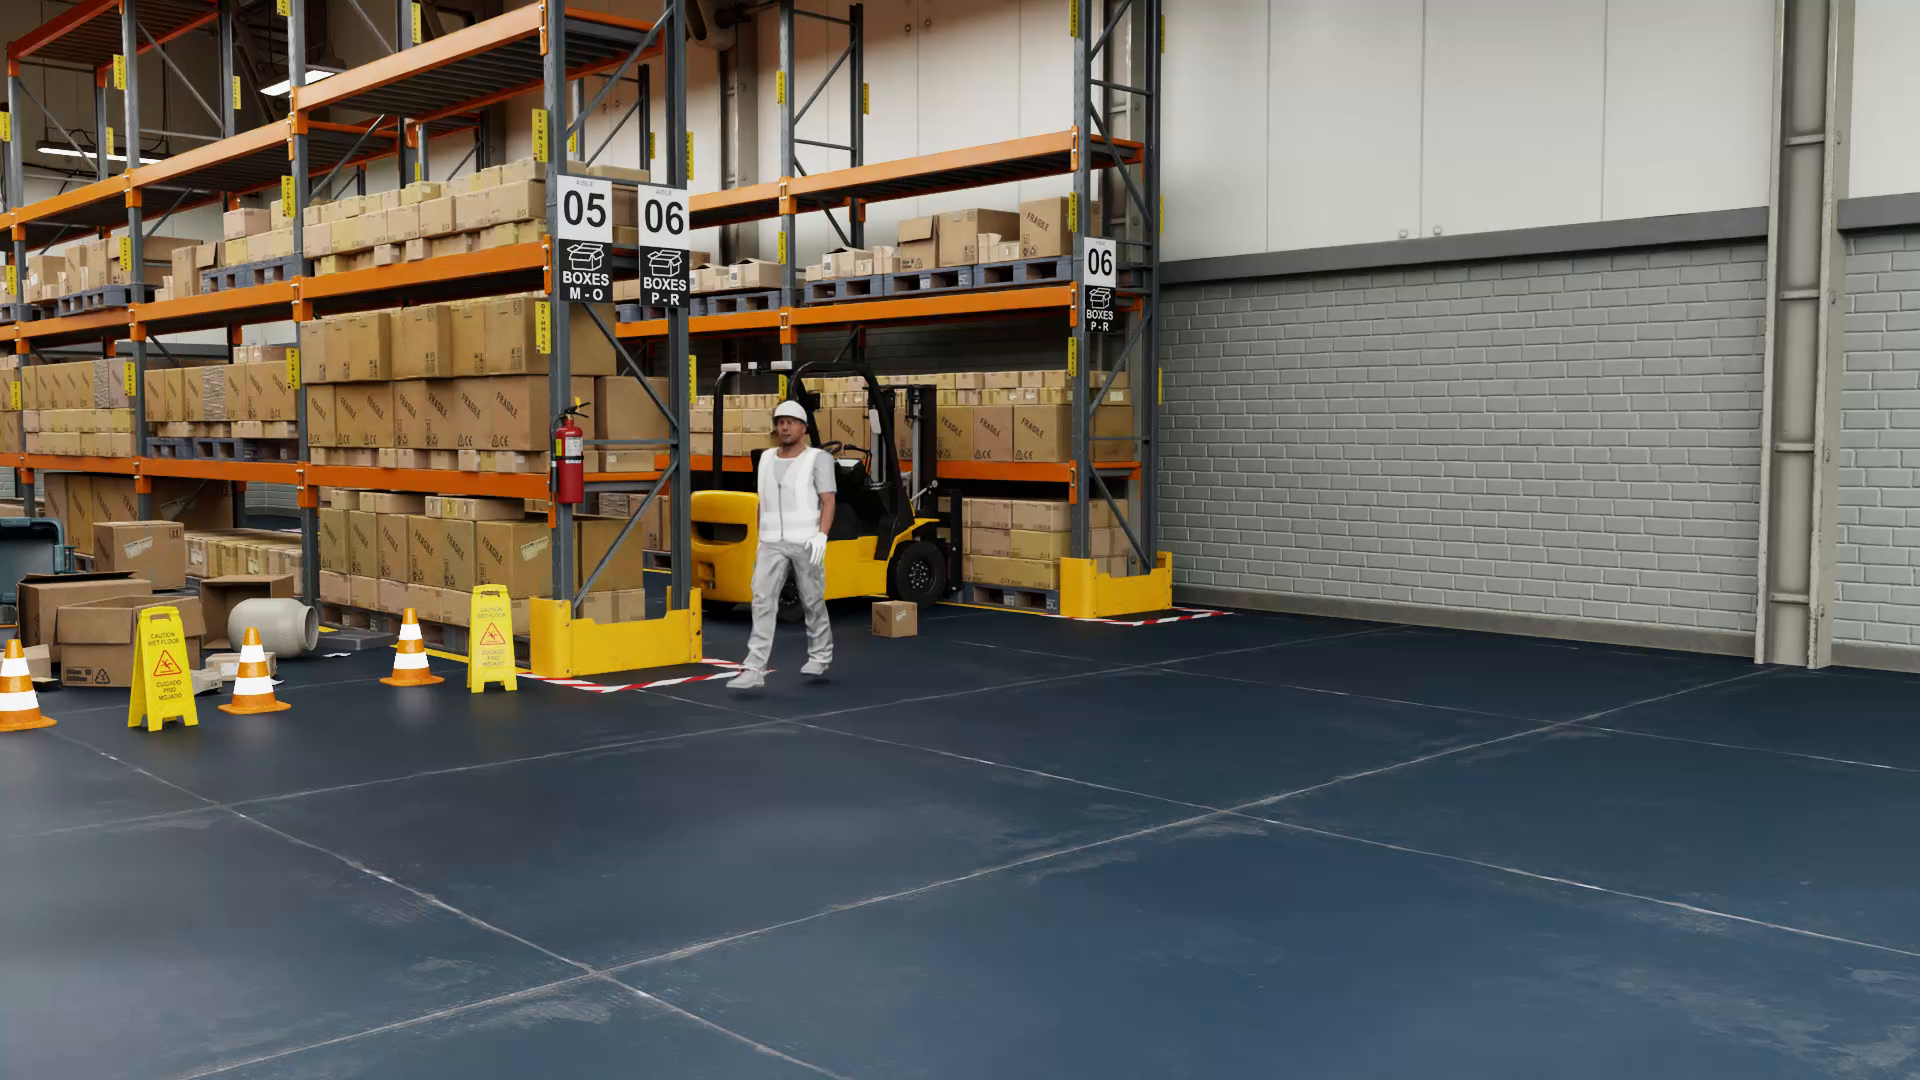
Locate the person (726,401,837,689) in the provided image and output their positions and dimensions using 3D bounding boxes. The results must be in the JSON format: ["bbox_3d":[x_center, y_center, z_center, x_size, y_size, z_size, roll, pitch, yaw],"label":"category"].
[{"bbox_3d":[-1.061,0.014,10.152,0.597,1.727,1.003,1,4,17],"label":"person"}]
